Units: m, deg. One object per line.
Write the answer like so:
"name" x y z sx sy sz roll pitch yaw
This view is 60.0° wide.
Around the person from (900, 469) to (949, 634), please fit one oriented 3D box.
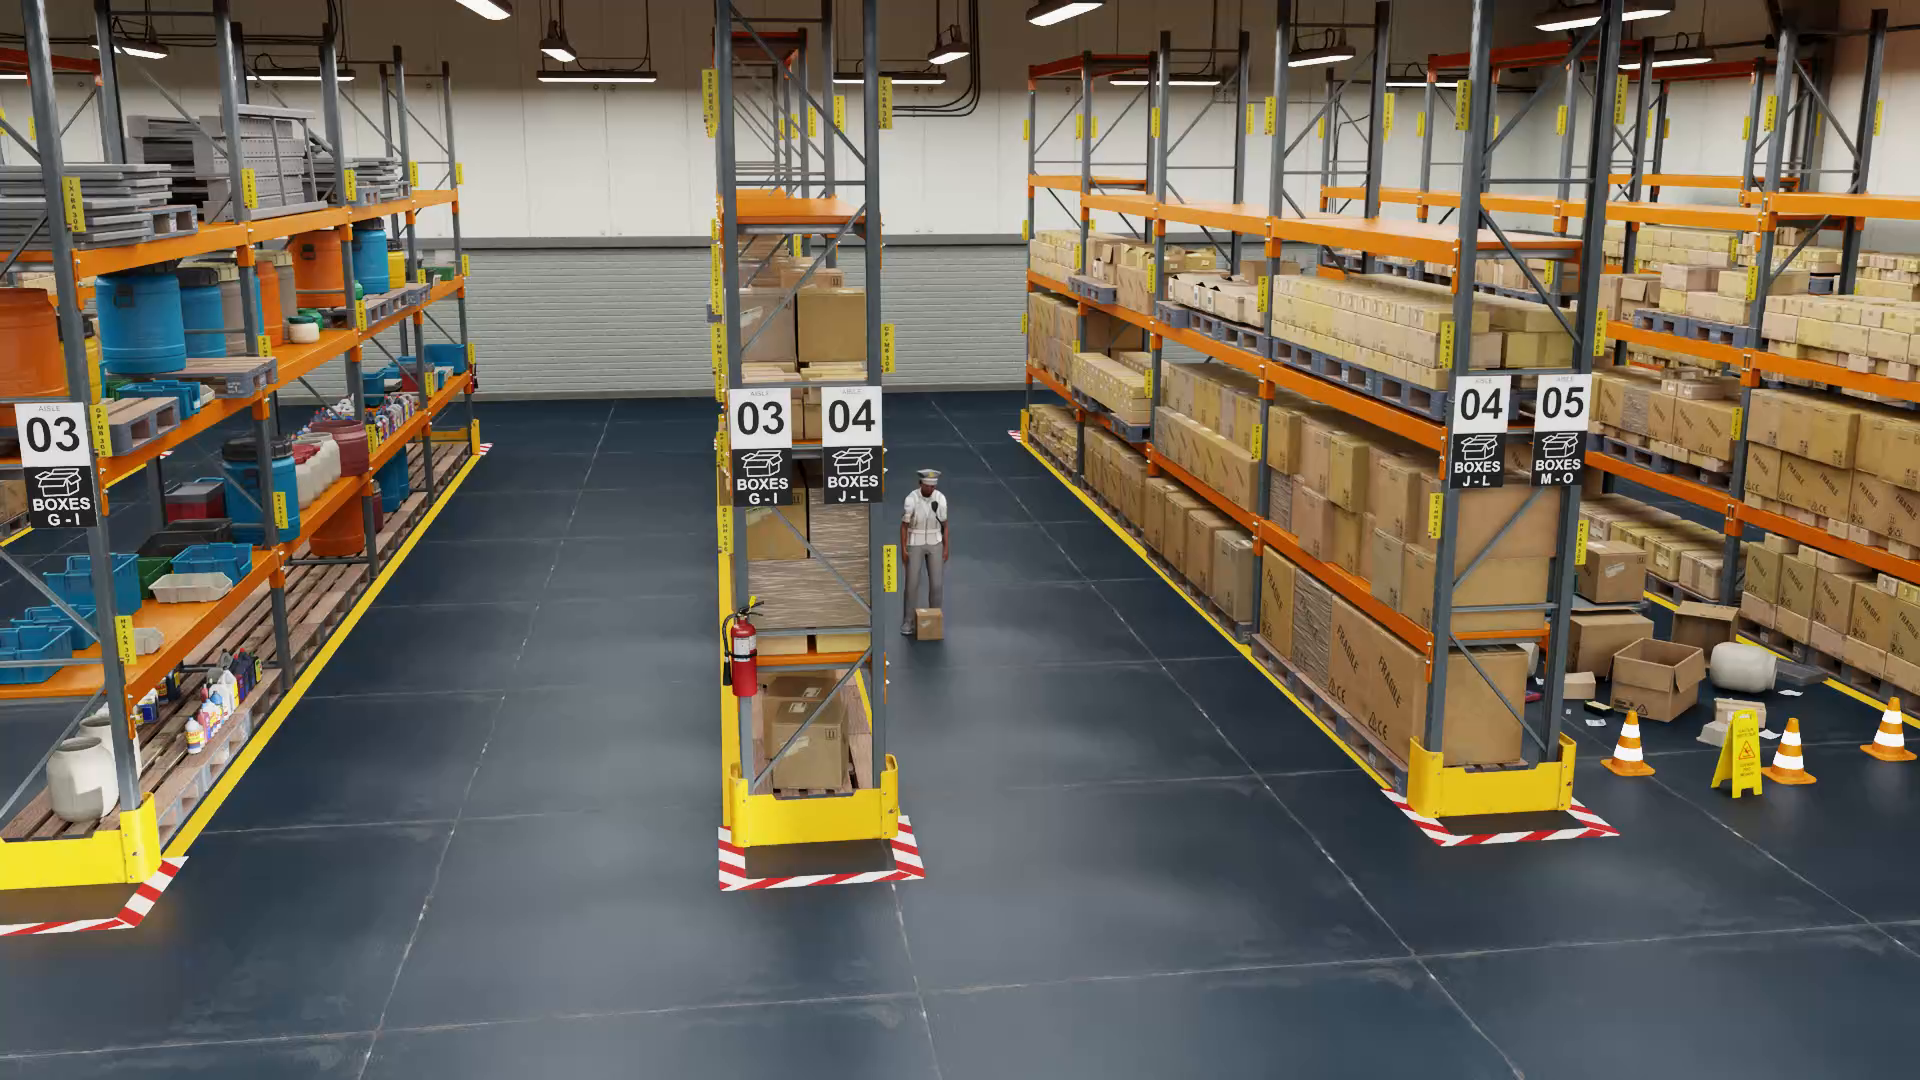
"person" -0.349 0.106 16.542 0.522 1.658 0.319 -3 14 -11
